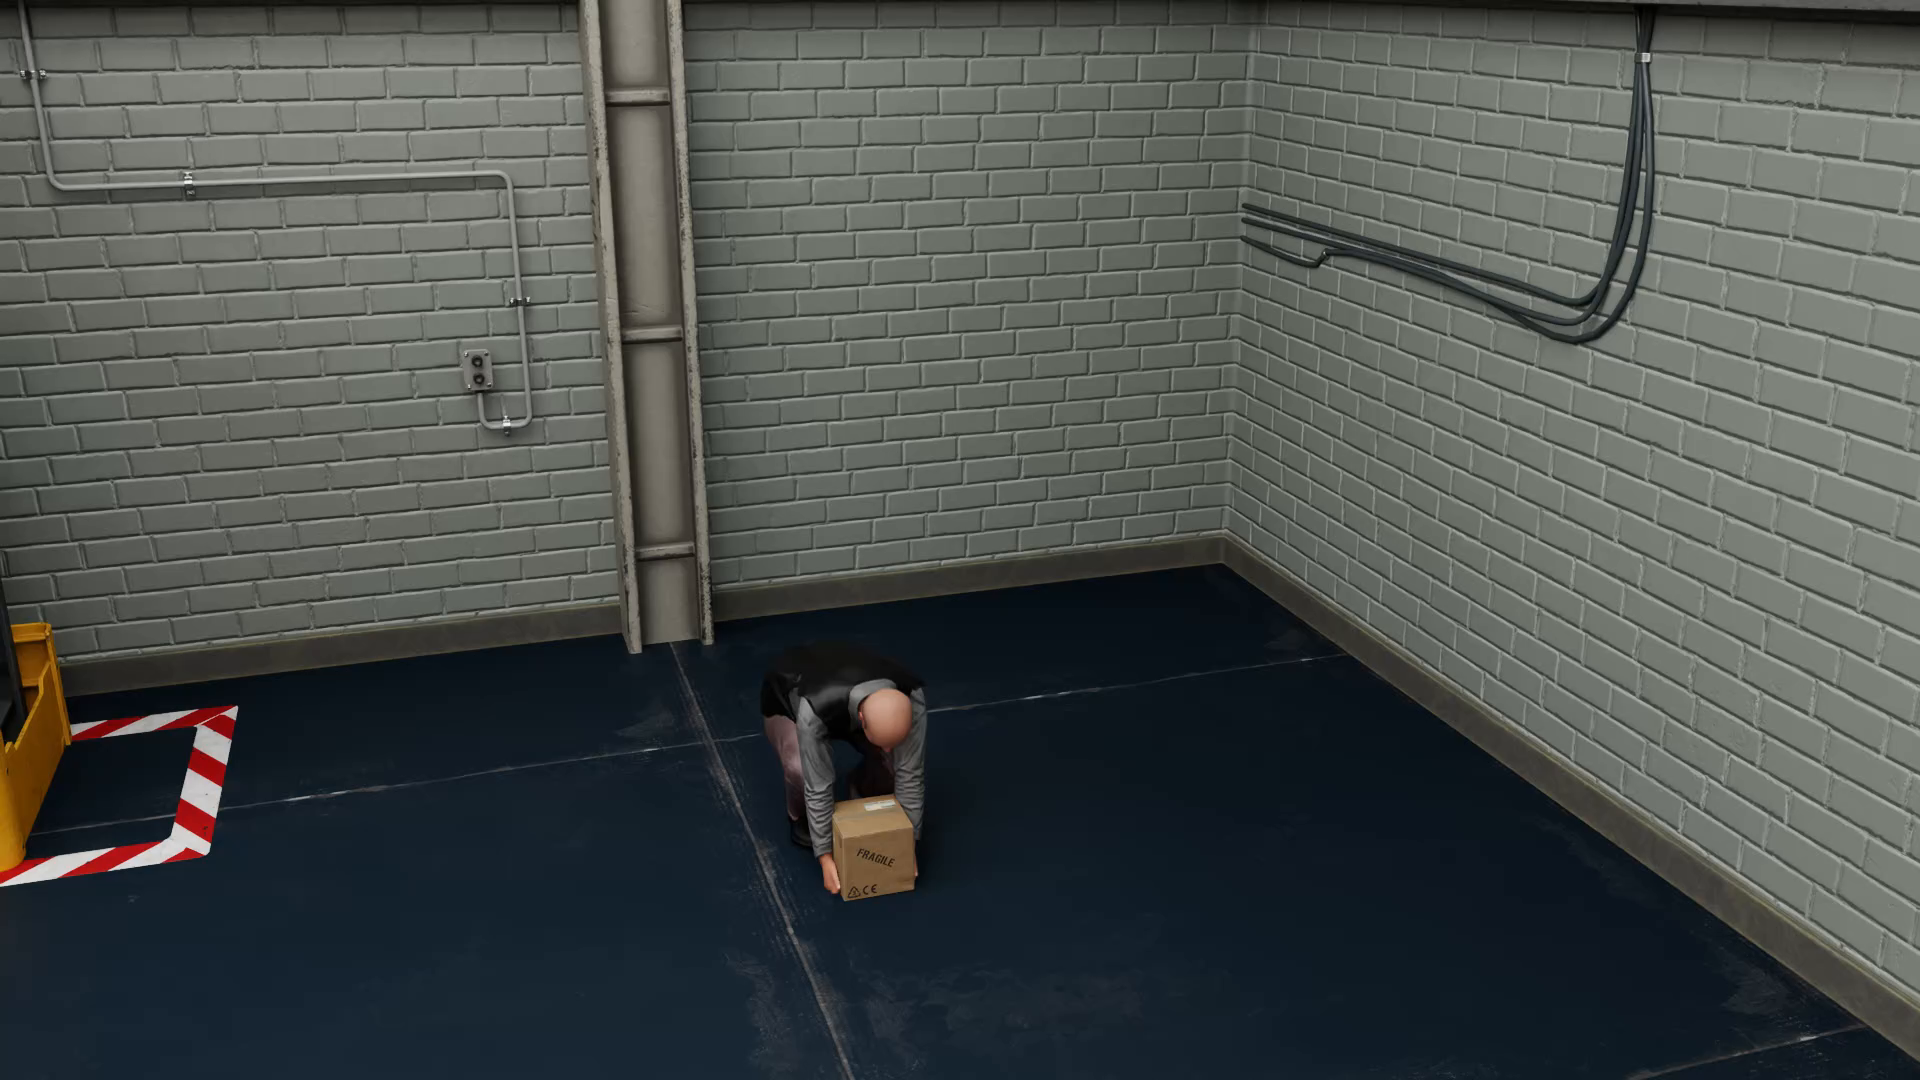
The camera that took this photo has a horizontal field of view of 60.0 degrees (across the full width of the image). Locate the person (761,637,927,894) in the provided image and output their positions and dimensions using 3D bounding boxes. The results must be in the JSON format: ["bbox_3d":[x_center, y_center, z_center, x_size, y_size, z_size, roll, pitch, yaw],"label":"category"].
[{"bbox_3d":[-0.403,0.765,5.954,0.507,0.819,0.920,-7,20,-18],"label":"person"}]
